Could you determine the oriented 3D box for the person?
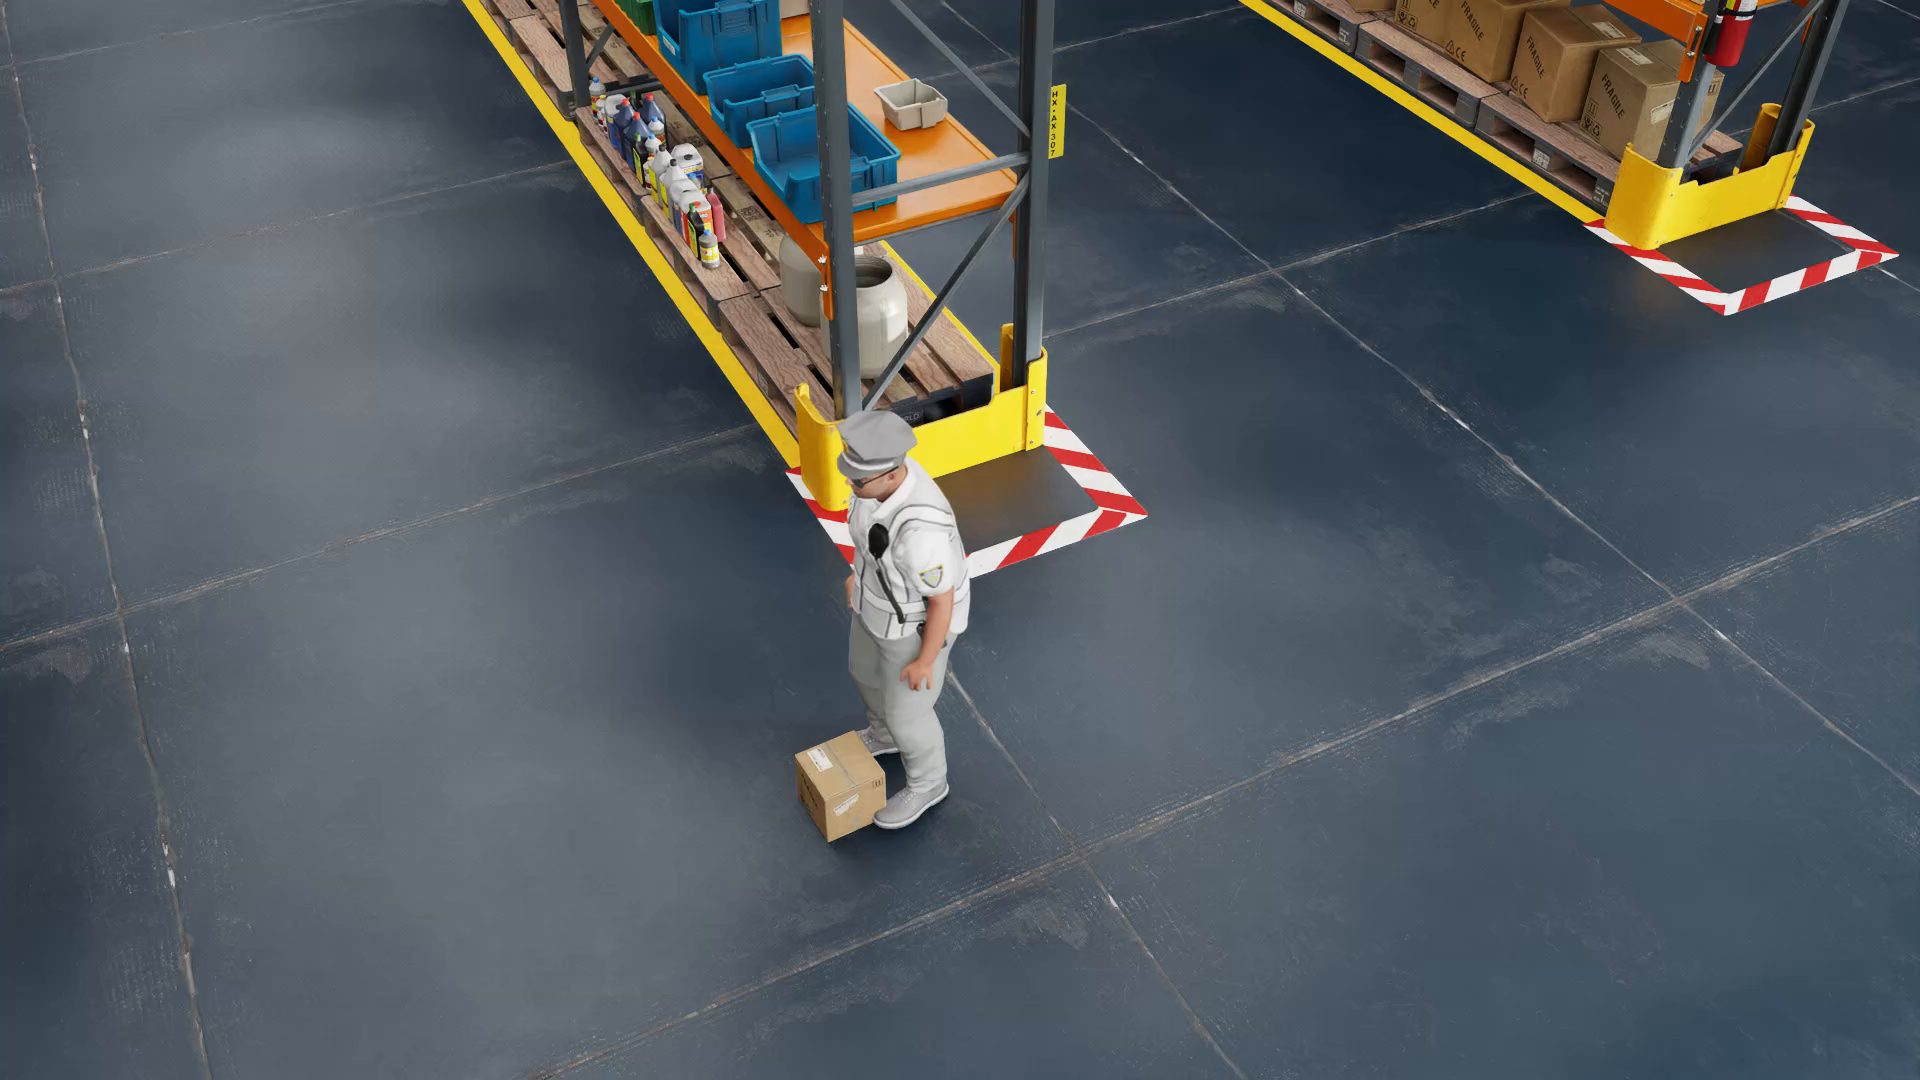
[{"bbox_3d":[-0.208,0.261,5.852,0.436,1.747,0.584,-20,45,-21],"label":"person"}]
